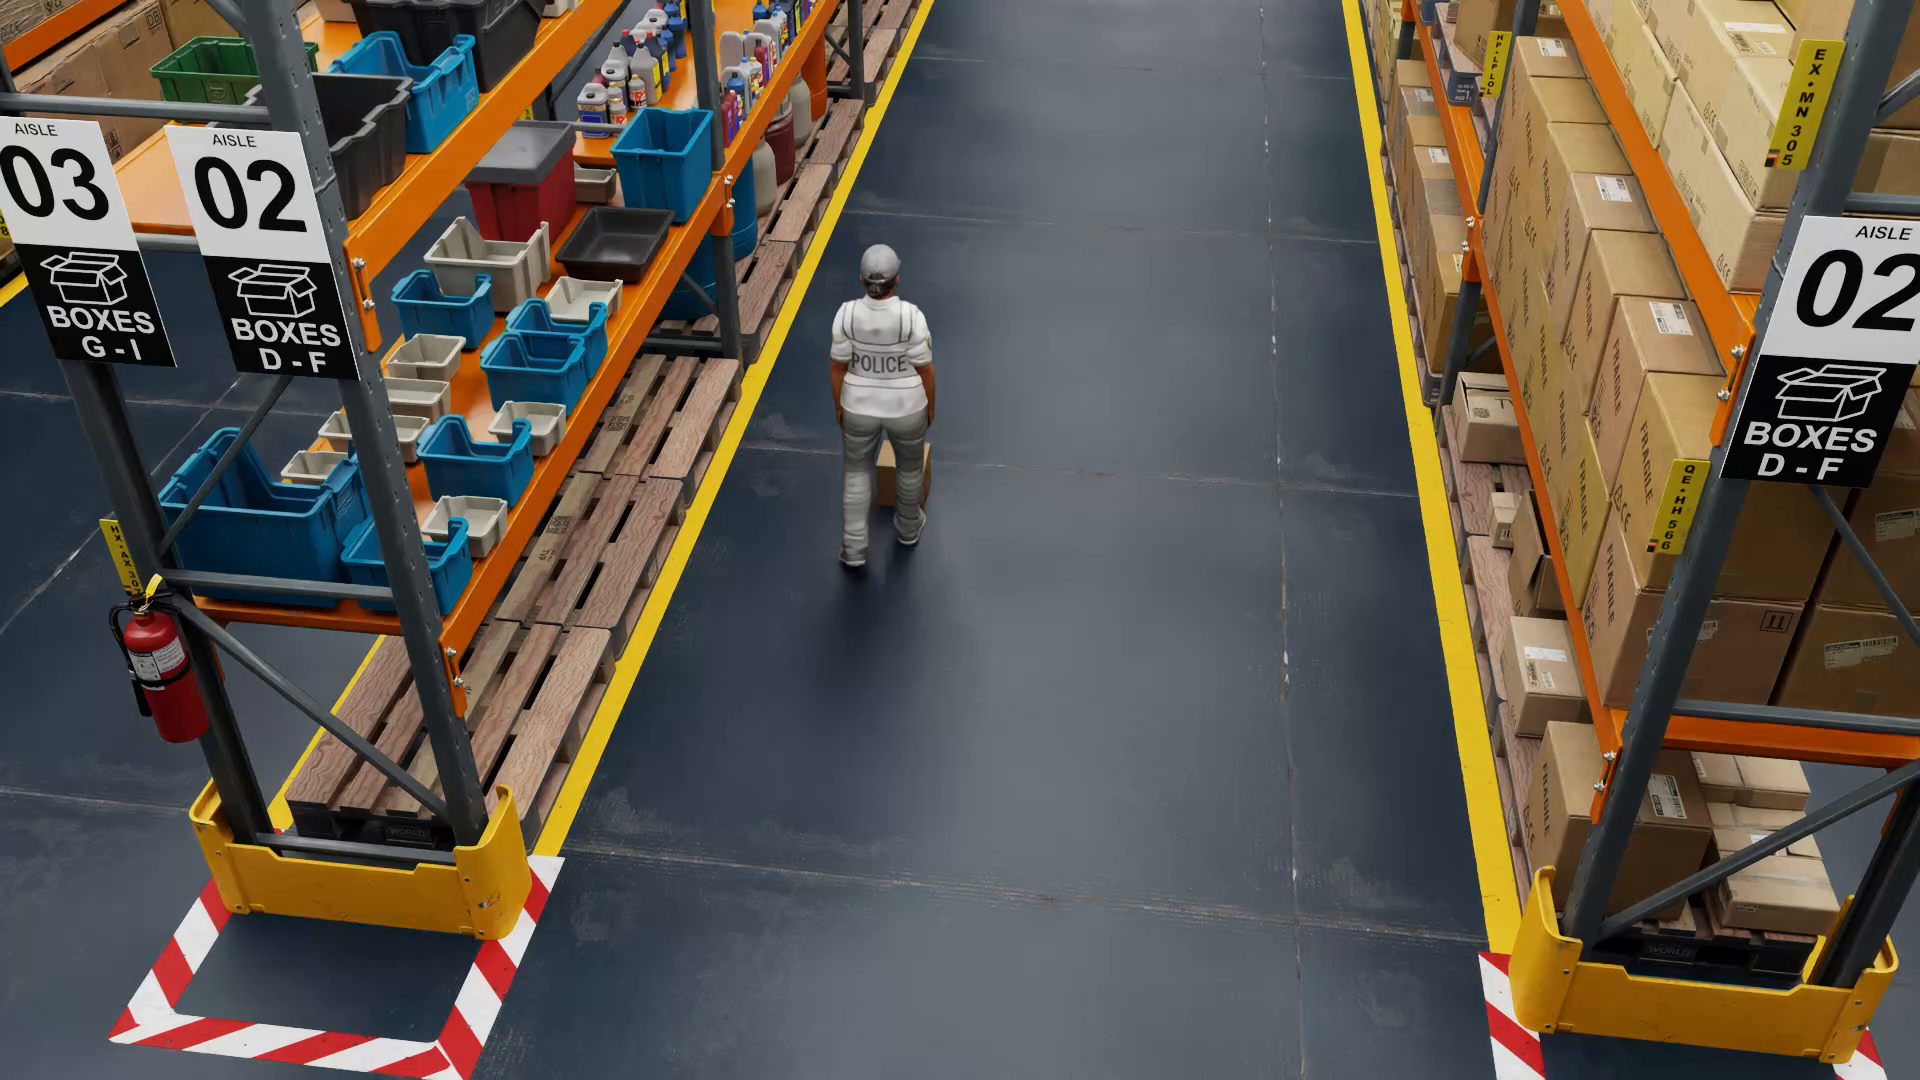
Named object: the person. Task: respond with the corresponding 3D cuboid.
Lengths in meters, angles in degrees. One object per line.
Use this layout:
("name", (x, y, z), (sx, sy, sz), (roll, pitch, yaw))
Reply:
("person", (-0.354, -0.631, 7.900), (0.488, 1.685, 0.596), (5, 37, 6))
